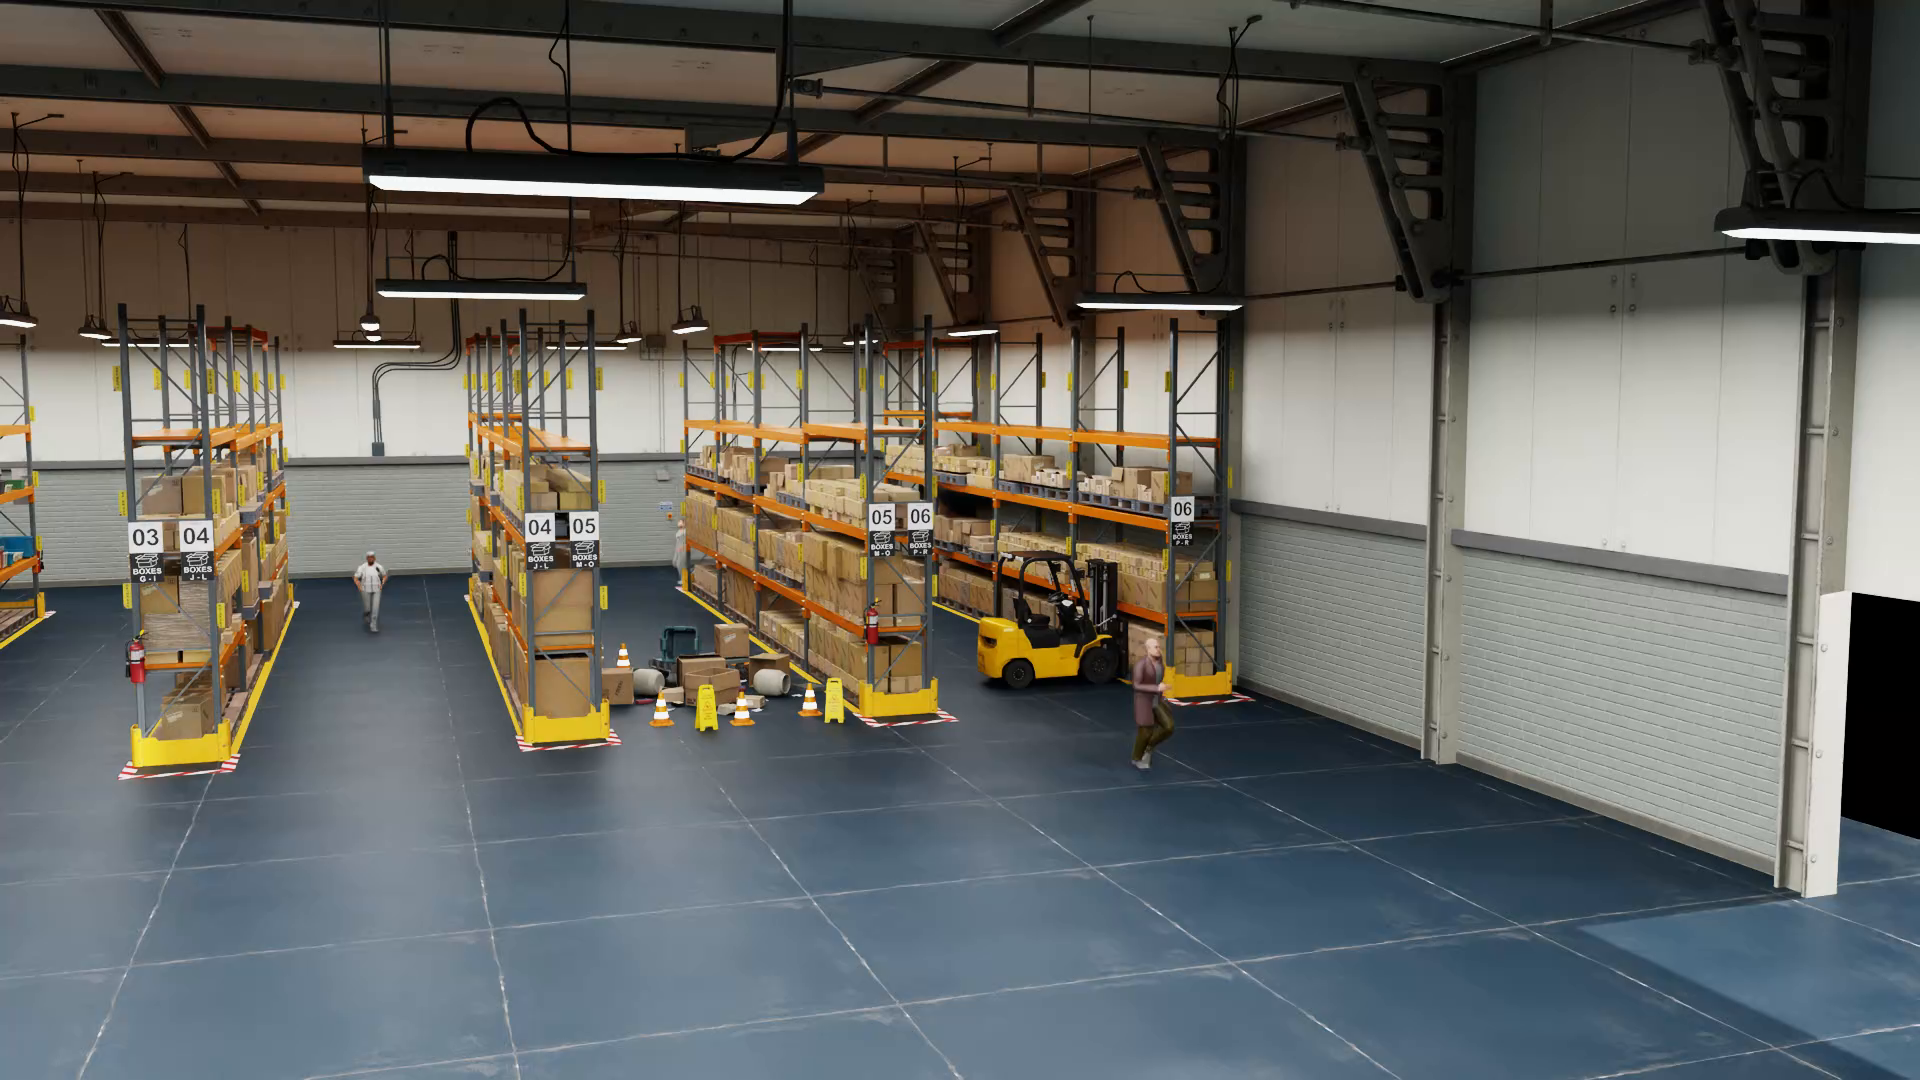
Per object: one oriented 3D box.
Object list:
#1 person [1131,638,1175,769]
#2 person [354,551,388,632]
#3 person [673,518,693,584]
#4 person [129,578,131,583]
[{"bbox_3d":[2.473,2.110,21.328,0.757,1.729,0.792,-5,7,-41],"label":"person"},{"bbox_3d":[-11.842,1.032,33.480,0.645,1.615,0.683,-3,6,-25],"label":"person"},{"bbox_3d":[-6.884,0.270,41.395,0.523,1.634,0.573,-3,6,-32],"label":"person"},{"bbox_3d":[-15.738,1.083,32.201,0.602,1.701,0.918,-3,6,-27],"label":"person"}]
